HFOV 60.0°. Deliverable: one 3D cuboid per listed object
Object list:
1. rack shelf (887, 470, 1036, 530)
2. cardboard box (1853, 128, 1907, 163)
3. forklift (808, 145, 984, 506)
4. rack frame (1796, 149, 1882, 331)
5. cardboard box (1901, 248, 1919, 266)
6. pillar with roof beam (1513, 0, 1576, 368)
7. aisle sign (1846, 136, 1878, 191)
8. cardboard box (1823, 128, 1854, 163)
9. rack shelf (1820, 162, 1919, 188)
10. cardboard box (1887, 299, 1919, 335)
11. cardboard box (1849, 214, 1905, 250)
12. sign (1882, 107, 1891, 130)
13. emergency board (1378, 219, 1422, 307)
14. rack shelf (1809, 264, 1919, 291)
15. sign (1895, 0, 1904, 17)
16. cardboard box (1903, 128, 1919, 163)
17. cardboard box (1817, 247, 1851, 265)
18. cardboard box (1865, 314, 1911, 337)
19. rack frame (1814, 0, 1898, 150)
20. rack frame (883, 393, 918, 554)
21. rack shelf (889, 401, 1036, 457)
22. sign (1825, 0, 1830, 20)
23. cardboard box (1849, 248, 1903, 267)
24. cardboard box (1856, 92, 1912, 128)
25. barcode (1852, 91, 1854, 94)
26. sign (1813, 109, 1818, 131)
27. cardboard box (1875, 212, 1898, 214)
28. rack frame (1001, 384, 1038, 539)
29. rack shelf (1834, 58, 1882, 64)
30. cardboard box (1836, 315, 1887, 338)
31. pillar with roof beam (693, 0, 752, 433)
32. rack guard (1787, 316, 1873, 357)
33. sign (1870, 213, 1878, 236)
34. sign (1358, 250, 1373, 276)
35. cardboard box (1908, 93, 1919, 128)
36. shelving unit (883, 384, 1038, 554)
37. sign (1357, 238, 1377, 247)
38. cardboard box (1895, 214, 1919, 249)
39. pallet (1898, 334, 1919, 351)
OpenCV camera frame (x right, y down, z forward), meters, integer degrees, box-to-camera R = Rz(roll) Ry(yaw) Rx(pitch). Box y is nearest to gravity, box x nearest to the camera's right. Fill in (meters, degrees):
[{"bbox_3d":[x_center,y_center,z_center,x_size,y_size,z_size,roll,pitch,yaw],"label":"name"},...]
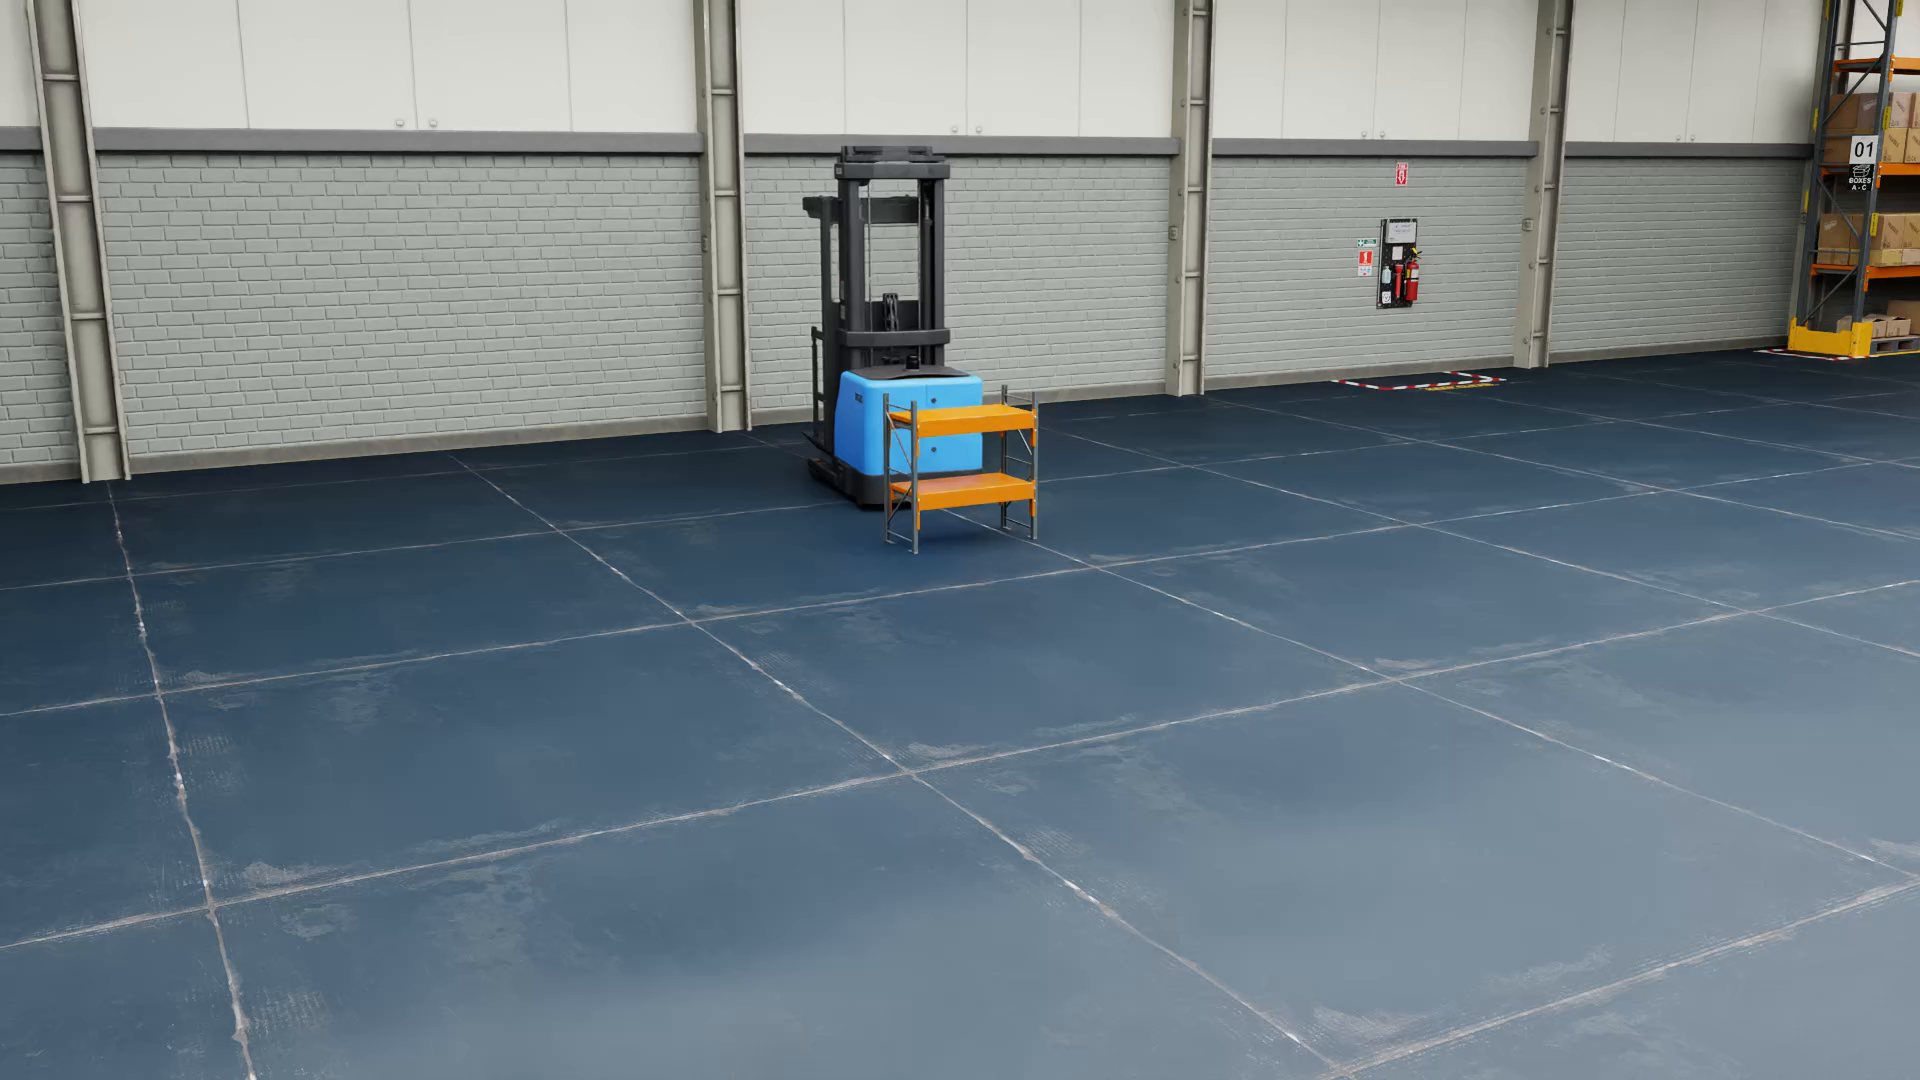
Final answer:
[{"bbox_3d":[0.006,-0.311,12.543,1.000,0.278,0.538,-7,14,-28],"label":"rack shelf"},{"bbox_3d":[13.534,-5.814,24.508,0.500,0.500,0.500,-6,14,-26],"label":"cardboard box"},{"bbox_3d":[-0.752,-1.995,14.798,1.130,2.935,3.031,-4,13,-18],"label":"forklift"},{"bbox_3d":[13.120,-4.306,24.909,0.127,3.000,1.000,-7,14,-28],"label":"rack frame"},{"bbox_3d":[14.150,-4.290,25.134,0.500,0.250,0.500,-7,15,-30],"label":"cardboard box"},{"bbox_3d":[10.117,-6.012,18.827,0.400,9.000,9.100,-7,14,-28],"label":"pillar with roof beam"},{"bbox_3d":[13.201,-5.508,24.333,0.004,0.787,0.394,-7,14,-28],"label":"aisle sign"},{"bbox_3d":[13.365,-5.920,24.978,0.500,0.500,0.500,-6,14,-24],"label":"cardboard box"},{"bbox_3d":[14.876,-5.628,25.593,4.000,0.370,1.077,-7,14,-28],"label":"rack shelf"},{"bbox_3d":[14.939,-3.484,25.948,0.500,0.500,0.700,-8,15,-31],"label":"cardboard box"},{"bbox_3d":[13.683,-4.600,24.806,0.500,0.500,0.500,-7,14,-28],"label":"cardboard box"},{"bbox_3d":[13.381,-6.091,24.019,0.005,0.325,0.100,-7,14,-28],"label":"sign"},{"bbox_3d":[5.870,-3.662,22.050,0.636,1.158,0.192,-7,14,-28],"label":"emergency board"},{"bbox_3d":[14.876,-4.165,25.923,4.000,0.370,1.077,-7,14,-28],"label":"rack shelf"},{"bbox_3d":[13.380,-7.622,23.674,0.005,0.325,0.100,-7,14,-28],"label":"sign"},{"bbox_3d":[14.022,-5.864,24.729,0.500,0.500,0.500,-6,14,-24],"label":"cardboard box"},{"bbox_3d":[13.438,-4.329,25.307,0.500,0.250,0.500,-7,14,-27],"label":"cardboard box"},{"bbox_3d":[14.271,-3.324,25.668,0.500,0.311,0.500,-6,14,-23],"label":"cardboard box"},{"bbox_3d":[13.120,-7.232,24.250,0.127,3.000,1.000,-7,14,-28],"label":"rack frame"},{"bbox_3d":[-0.440,-0.496,12.251,0.032,1.125,0.500,-7,14,-28],"label":"rack frame"},{"bbox_3d":[0.006,-0.835,12.425,1.000,0.278,0.538,-7,14,-28],"label":"rack shelf"},{"bbox_3d":[12.872,-7.874,24.615,0.005,0.325,0.100,-7,14,-28],"label":"sign"},{"bbox_3d":[13.701,-4.232,24.879,0.500,0.250,0.500,-7,15,-29],"label":"cardboard box"},{"bbox_3d":[13.575,-6.309,24.429,0.500,0.500,0.500,-8,15,-32],"label":"cardboard box"},{"bbox_3d":[13.504,-6.769,25.153,0.075,0.075,0.001,-7,14,-28],"label":"barcode"},{"bbox_3d":[12.872,-6.310,24.967,0.005,0.325,0.100,-7,14,-28],"label":"sign"},{"bbox_3d":[14.331,-4.805,25.715,0.500,0.500,0.500,-7,15,-29],"label":"cardboard box"},{"bbox_3d":[0.452,-0.603,12.726,0.032,1.125,0.500,-7,14,-28],"label":"rack frame"},{"bbox_3d":[14.876,-7.220,25.235,3.809,0.052,0.919,-7,14,-28],"label":"rack shelf"},{"bbox_3d":[13.771,-3.264,25.402,0.500,0.311,0.500,-9,15,-34],"label":"cardboard box"},{"bbox_3d":[-0.416,-4.749,13.217,0.400,9.000,9.100,-7,14,-28],"label":"pillar with roof beam"},{"bbox_3d":[13.187,-3.094,25.219,0.348,0.500,1.175,-7,14,-28],"label":"rack guard"},{"bbox_3d":[13.381,-4.623,24.349,0.005,0.325,0.100,-7,14,-28],"label":"sign"},{"bbox_3d":[5.332,-3.641,21.875,0.234,0.329,0.001,-7,14,-28],"label":"sign"},{"bbox_3d":[14.039,-6.352,24.620,0.500,0.500,0.500,-7,14,-29],"label":"cardboard box"},{"bbox_3d":[0.006,-0.549,12.489,1.048,1.125,0.538,-7,14,-28],"label":"shelving unit"},{"bbox_3d":[5.340,-3.898,21.812,0.331,0.109,0.001,-7,14,-28],"label":"sign"},{"bbox_3d":[14.122,-4.650,25.029,0.500,0.500,0.500,-7,14,-28],"label":"cardboard box"},{"bbox_3d":[14.987,-3.159,26.166,1.213,0.211,1.003,-7,14,-28],"label":"pallet"}]
